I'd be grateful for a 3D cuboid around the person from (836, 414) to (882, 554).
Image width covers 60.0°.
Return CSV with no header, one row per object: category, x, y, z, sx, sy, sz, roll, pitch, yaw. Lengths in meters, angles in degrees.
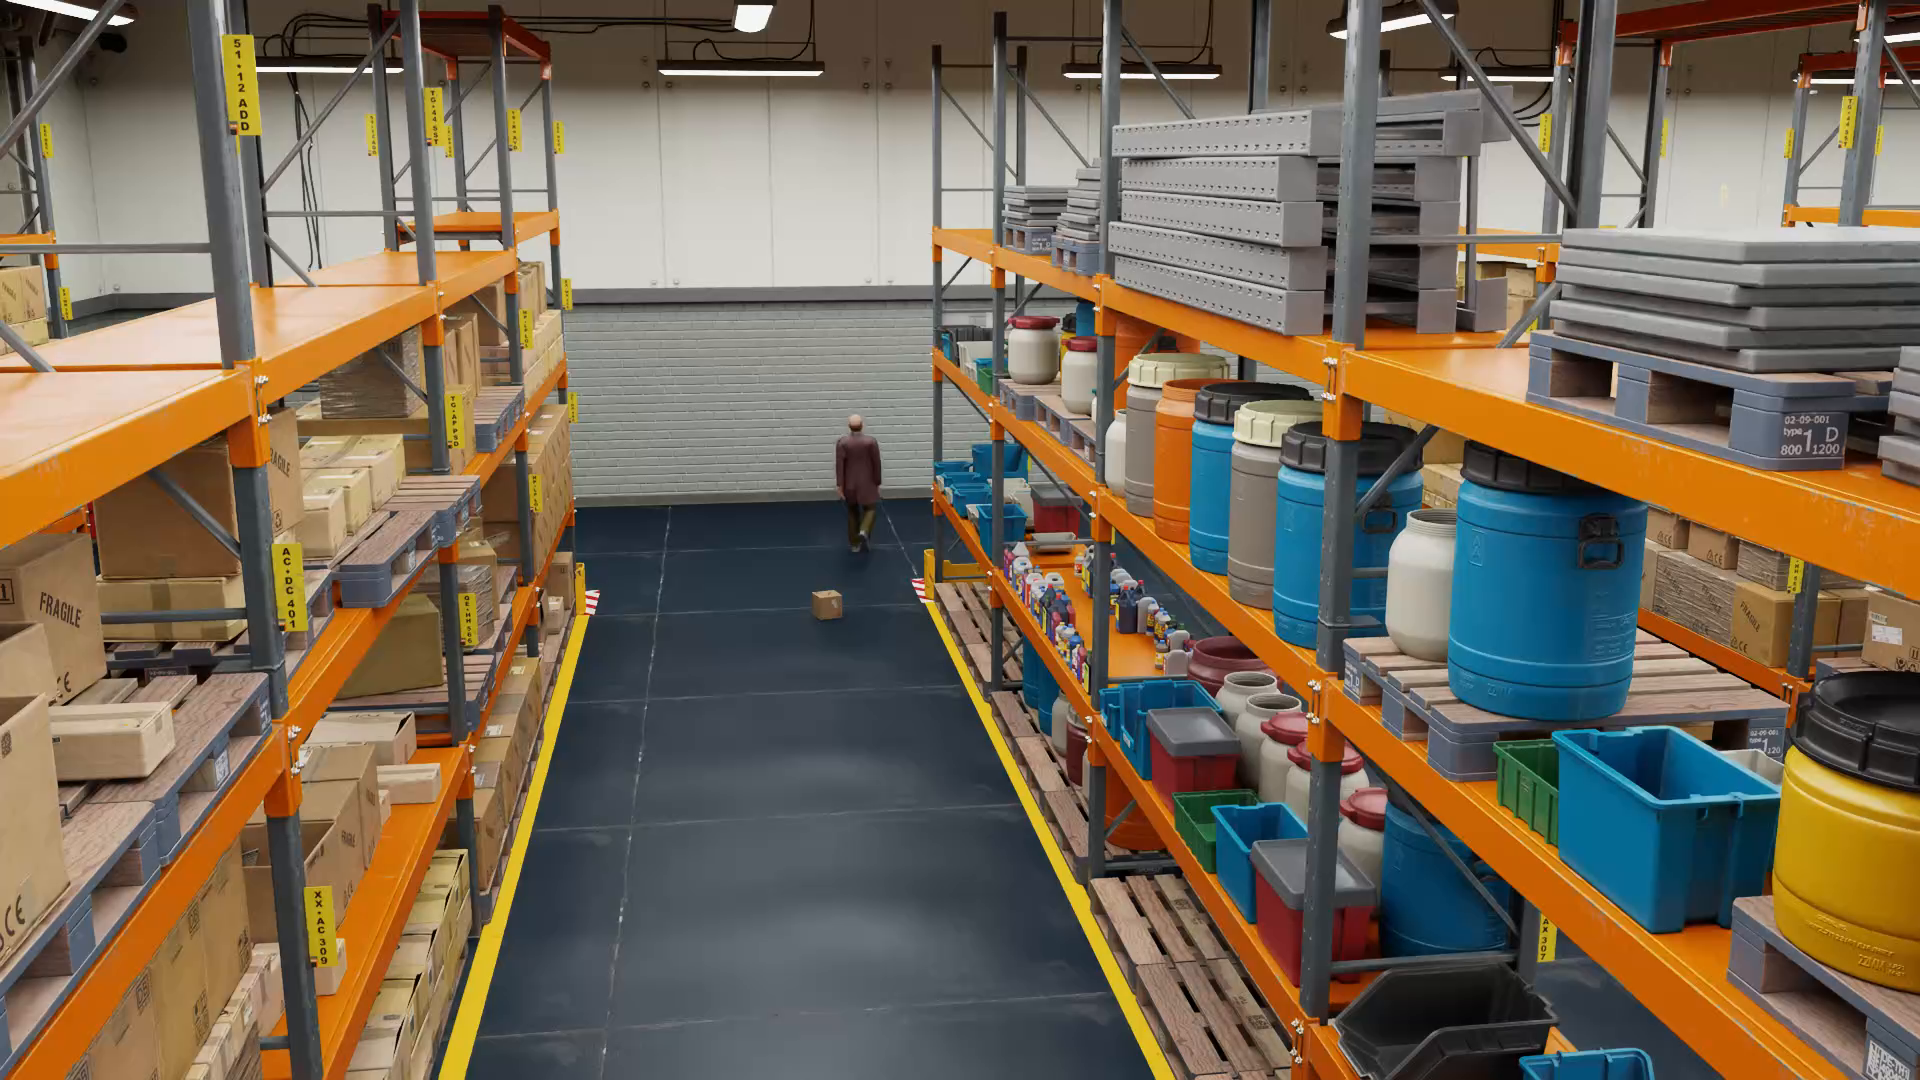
person,-1.254,-0.688,20.622,0.563,1.756,0.778,1,13,3
